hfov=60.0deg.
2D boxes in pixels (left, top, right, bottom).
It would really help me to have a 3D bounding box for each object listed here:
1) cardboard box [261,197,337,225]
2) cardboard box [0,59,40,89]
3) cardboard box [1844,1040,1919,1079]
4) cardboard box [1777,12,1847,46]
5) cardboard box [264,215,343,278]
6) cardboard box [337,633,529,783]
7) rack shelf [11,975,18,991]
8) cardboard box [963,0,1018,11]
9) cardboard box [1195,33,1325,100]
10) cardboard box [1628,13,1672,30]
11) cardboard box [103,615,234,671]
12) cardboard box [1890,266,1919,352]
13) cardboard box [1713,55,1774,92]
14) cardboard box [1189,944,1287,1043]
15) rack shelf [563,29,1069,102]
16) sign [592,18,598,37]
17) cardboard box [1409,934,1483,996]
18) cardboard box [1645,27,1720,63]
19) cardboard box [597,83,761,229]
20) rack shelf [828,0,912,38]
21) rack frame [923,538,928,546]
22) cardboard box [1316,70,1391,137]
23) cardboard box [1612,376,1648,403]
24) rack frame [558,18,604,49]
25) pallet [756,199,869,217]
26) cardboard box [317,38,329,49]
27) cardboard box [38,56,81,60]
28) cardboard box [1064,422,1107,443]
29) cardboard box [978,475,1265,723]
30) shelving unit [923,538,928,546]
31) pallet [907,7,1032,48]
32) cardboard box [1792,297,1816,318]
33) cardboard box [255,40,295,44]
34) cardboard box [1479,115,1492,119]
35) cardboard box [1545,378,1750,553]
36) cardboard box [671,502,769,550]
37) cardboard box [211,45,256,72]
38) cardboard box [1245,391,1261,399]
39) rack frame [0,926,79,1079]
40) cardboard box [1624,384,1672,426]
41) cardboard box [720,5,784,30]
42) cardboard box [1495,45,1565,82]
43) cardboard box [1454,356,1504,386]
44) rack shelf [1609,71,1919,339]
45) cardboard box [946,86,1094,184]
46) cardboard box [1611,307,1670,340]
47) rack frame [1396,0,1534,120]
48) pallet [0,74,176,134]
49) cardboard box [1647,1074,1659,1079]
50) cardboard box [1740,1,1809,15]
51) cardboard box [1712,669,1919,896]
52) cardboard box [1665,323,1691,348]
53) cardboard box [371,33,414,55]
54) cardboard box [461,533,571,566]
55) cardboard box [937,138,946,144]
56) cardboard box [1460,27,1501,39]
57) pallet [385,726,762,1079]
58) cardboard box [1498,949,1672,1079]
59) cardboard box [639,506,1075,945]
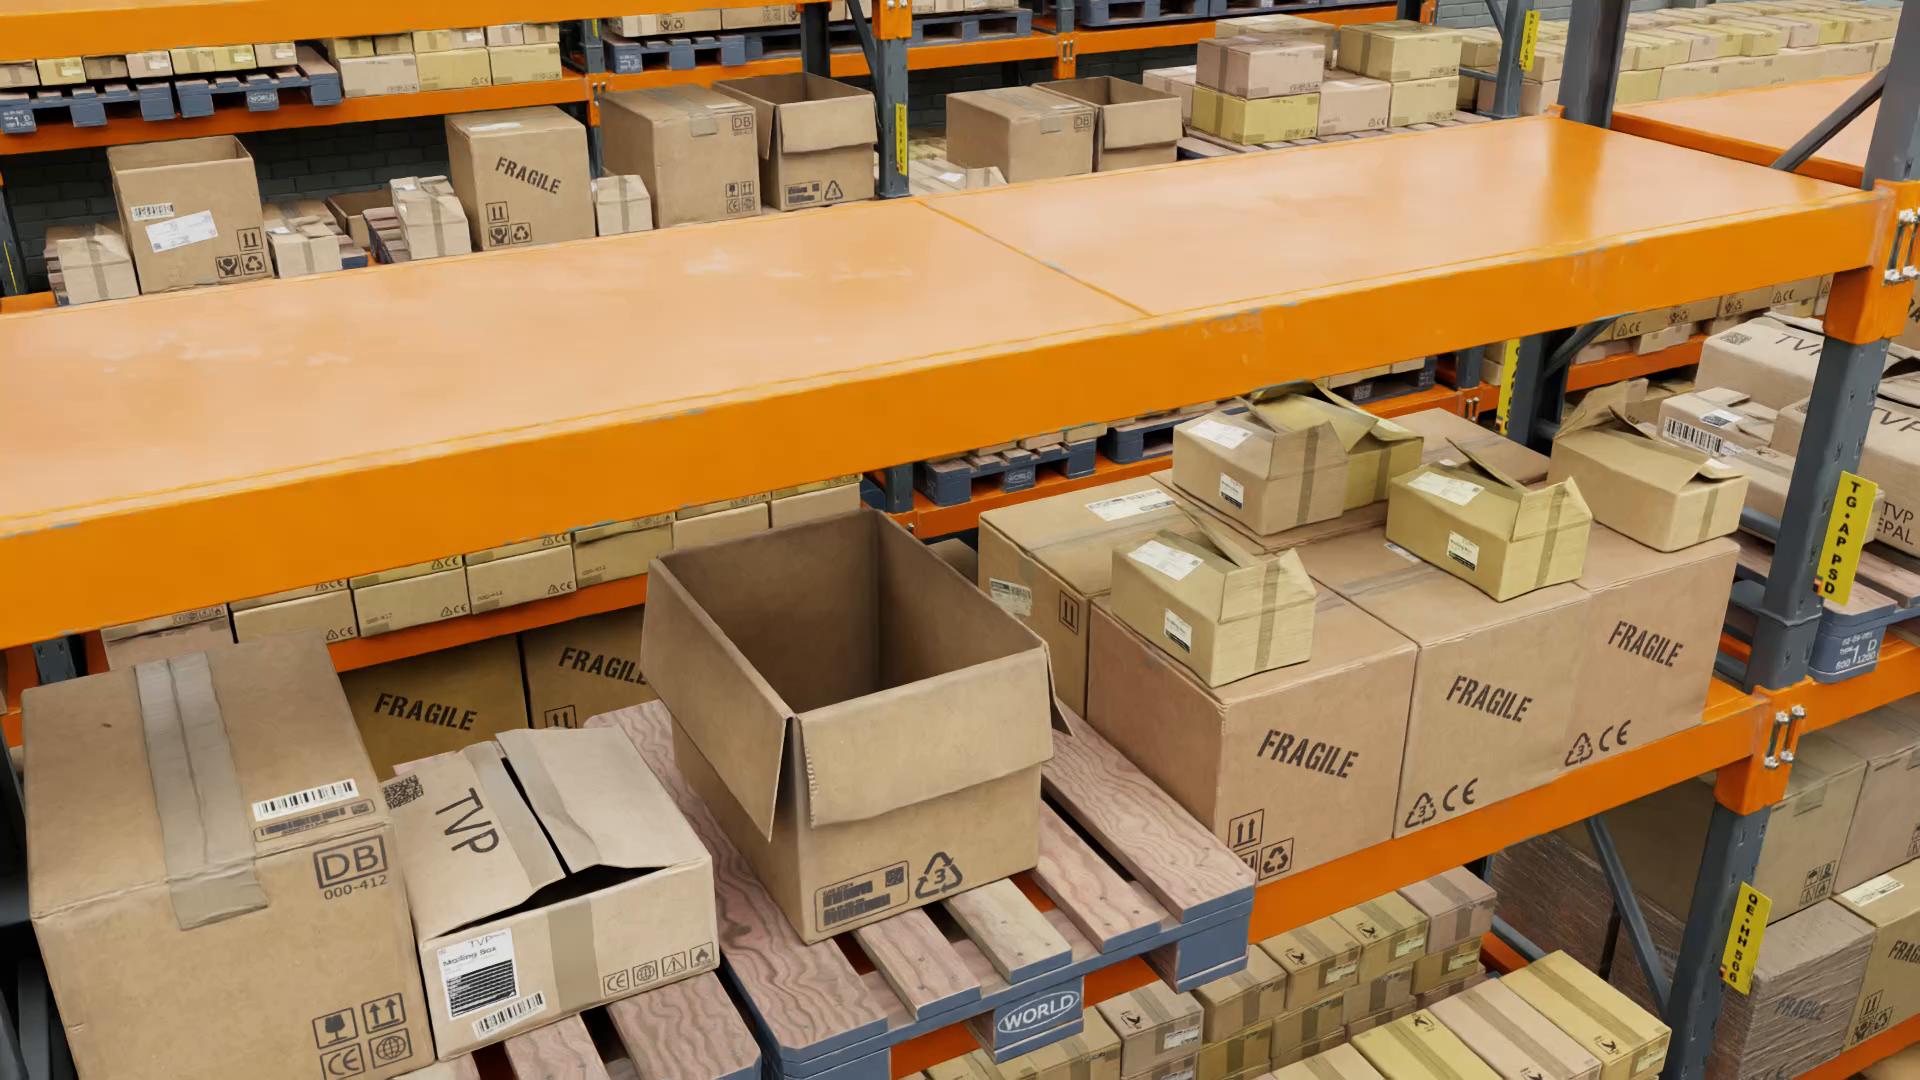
[{"bbox_3d":[-4.719,-2.088,11.835,0.500,0.500,0.700,-13,29,-25],"label":"cardboard box"},{"bbox_3d":[-5.950,-2.958,10.470,0.250,0.149,0.380,-13,28,-24],"label":"cardboard box"},{"bbox_3d":[3.236,1.931,6.179,0.750,0.750,1.050,-13,28,-24],"label":"cardboard box"},{"bbox_3d":[5.657,-3.412,11.097,0.250,0.149,0.380,-13,28,-25],"label":"cardboard box"},{"bbox_3d":[-2.781,-1.241,6.989,0.250,0.166,0.380,-15,30,-29],"label":"cardboard box"},{"bbox_3d":[-2.759,0.744,8.506,0.875,0.875,0.875,-12,28,-24],"label":"cardboard box"},{"bbox_3d":[-3.408,1.569,2.184,4.000,0.370,1.077,-13,29,-25],"label":"rack shelf"},{"bbox_3d":[0.134,-4.511,13.518,0.500,0.311,0.500,-14,29,-27],"label":"cardboard box"},{"bbox_3d":[1.656,-2.626,9.201,0.500,0.250,0.500,-13,28,-24],"label":"cardboard box"},{"bbox_3d":[4.497,-3.408,11.089,0.250,0.149,0.380,-13,28,-24],"label":"cardboard box"},{"bbox_3d":[-3.549,0.398,7.430,0.500,0.250,0.500,-14,29,-26],"label":"cardboard box"},{"bbox_3d":[3.288,-0.718,5.400,0.500,0.500,0.500,-13,29,-25],"label":"cardboard box"},{"bbox_3d":[4.857,-3.023,10.746,0.500,0.250,0.500,-13,28,-25],"label":"cardboard box"},{"bbox_3d":[0.699,1.208,4.687,0.250,0.149,0.380,-14,29,-27],"label":"cardboard box"},{"bbox_3d":[-1.107,-3.825,13.419,4.000,0.370,1.077,-13,29,-25],"label":"rack shelf"},{"bbox_3d":[-2.618,-3.768,11.871,0.005,0.325,0.100,-13,29,-25],"label":"sign"},{"bbox_3d":[1.365,1.186,5.077,0.250,0.149,0.380,-12,28,-23],"label":"cardboard box"},{"bbox_3d":[4.552,-3.134,10.517,0.250,0.149,0.380,-13,29,-26],"label":"cardboard box"},{"bbox_3d":[-1.316,-1.807,7.785,0.500,0.500,0.700,-15,29,-28],"label":"cardboard box"},{"bbox_3d":[1.232,-3.102,8.910,4.000,0.370,1.077,-13,29,-25],"label":"rack shelf"},{"bbox_3d":[-0.317,-0.603,11.075,0.023,1.500,0.400,-13,29,-25],"label":"rack frame"},{"bbox_3d":[2.101,-2.508,9.533,0.500,0.250,0.500,-13,28,-24],"label":"cardboard box"},{"bbox_3d":[4.472,-1.071,11.393,0.250,0.149,0.380,-11,28,-22],"label":"cardboard box"},{"bbox_3d":[-2.871,-5.094,11.766,0.127,3.000,1.000,-13,29,-25],"label":"rack frame"},{"bbox_3d":[-1.075,-1.611,8.194,1.003,0.211,1.213,-12,28,-23],"label":"pallet"},{"bbox_3d":[-4.442,-3.623,11.880,0.250,0.149,0.380,-13,29,-26],"label":"cardboard box"},{"bbox_3d":[-5.729,-3.158,10.543,0.250,0.149,0.380,-13,28,-24],"label":"cardboard box"},{"bbox_3d":[0.623,-0.697,9.344,0.250,0.149,0.380,-13,28,-25],"label":"cardboard box"},{"bbox_3d":[0.380,0.201,4.087,0.500,0.500,0.500,-13,29,-25],"label":"cardboard box"},{"bbox_3d":[0.006,-0.677,11.230,0.755,1.500,0.431,-13,29,-25],"label":"shelving unit"},{"bbox_3d":[-0.114,-4.286,13.769,1.217,0.209,0.805,-14,29,-27],"label":"pallet"},{"bbox_3d":[5.890,-1.715,11.949,0.250,0.149,0.380,-14,29,-26],"label":"cardboard box"},{"bbox_3d":[-4.600,-3.412,11.073,0.250,0.149,0.380,-13,28,-25],"label":"cardboard box"},{"bbox_3d":[3.392,-2.518,10.156,0.250,0.149,0.380,-13,29,-26],"label":"cardboard box"},{"bbox_3d":[1.651,-0.186,4.008,0.258,0.266,0.396,-13,29,-25],"label":"cardboard box"},{"bbox_3d":[-1.300,-0.115,8.500,0.500,0.250,0.500,-12,28,-24],"label":"cardboard box"},{"bbox_3d":[-4.822,-3.215,11.006,0.250,0.149,0.380,-12,28,-24],"label":"cardboard box"},{"bbox_3d":[1.766,-0.973,9.919,0.250,0.149,0.380,-13,29,-25],"label":"cardboard box"},{"bbox_3d":[-1.643,2.190,3.526,0.127,3.000,1.000,-13,29,-25],"label":"rack frame"},{"bbox_3d":[4.570,-0.833,11.647,0.500,0.500,0.500,-11,28,-22],"label":"cardboard box"},{"bbox_3d":[-1.719,-4.217,12.688,0.500,0.500,0.700,-14,29,-26],"label":"cardboard box"},{"bbox_3d":[3.429,-2.848,9.921,0.250,0.149,0.380,-14,29,-26],"label":"cardboard box"},{"bbox_3d":[3.426,-1.138,10.747,0.250,0.149,0.380,-13,29,-25],"label":"cardboard box"},{"bbox_3d":[3.651,-1.232,5.015,4.000,0.370,1.077,-13,29,-25],"label":"rack shelf"},{"bbox_3d":[0.309,-2.082,8.841,0.500,0.500,0.700,-13,29,-25],"label":"cardboard box"},{"bbox_3d":[4.398,-1.680,11.127,0.500,0.500,0.500,-13,29,-26],"label":"cardboard box"},{"bbox_3d":[2.997,-4.014,9.516,0.127,3.000,1.000,-13,29,-25],"label":"rack frame"},{"bbox_3d":[-5.792,-2.949,10.980,1.003,0.211,1.213,-13,29,-25],"label":"pallet"},{"bbox_3d":[1.665,1.439,4.550,0.250,0.149,0.380,-12,28,-24],"label":"cardboard box"},{"bbox_3d":[5.653,-3.644,11.579,0.250,0.149,0.380,-13,29,-25],"label":"cardboard box"},{"bbox_3d":[2.733,0.688,5.383,0.500,0.500,0.700,-13,29,-26],"label":"cardboard box"},{"bbox_3d":[4.768,-1.457,11.411,0.250,0.149,0.380,-13,29,-25],"label":"cardboard box"},{"bbox_3d":[-3.995,-3.502,11.627,0.250,0.149,0.380,-13,28,-25],"label":"cardboard box"},{"bbox_3d":[-2.191,-0.133,7.960,0.500,0.250,0.500,-14,29,-27],"label":"cardboard box"},{"bbox_3d":[0.001,-3.298,14.092,0.250,0.149,0.380,-13,29,-25],"label":"cardboard box"},{"bbox_3d":[3.367,-3.138,10.526,0.250,0.149,0.380,-14,29,-26],"label":"cardboard box"},{"bbox_3d":[-1.048,0.837,3.095,1.003,0.211,1.213,-13,29,-25],"label":"pallet"},{"bbox_3d":[1.669,1.306,4.485,0.250,0.149,0.380,-14,29,-27],"label":"cardboard box"},{"bbox_3d":[-0.219,0.337,3.314,0.637,0.503,0.797,-13,29,-26],"label":"cardboard box"}]
